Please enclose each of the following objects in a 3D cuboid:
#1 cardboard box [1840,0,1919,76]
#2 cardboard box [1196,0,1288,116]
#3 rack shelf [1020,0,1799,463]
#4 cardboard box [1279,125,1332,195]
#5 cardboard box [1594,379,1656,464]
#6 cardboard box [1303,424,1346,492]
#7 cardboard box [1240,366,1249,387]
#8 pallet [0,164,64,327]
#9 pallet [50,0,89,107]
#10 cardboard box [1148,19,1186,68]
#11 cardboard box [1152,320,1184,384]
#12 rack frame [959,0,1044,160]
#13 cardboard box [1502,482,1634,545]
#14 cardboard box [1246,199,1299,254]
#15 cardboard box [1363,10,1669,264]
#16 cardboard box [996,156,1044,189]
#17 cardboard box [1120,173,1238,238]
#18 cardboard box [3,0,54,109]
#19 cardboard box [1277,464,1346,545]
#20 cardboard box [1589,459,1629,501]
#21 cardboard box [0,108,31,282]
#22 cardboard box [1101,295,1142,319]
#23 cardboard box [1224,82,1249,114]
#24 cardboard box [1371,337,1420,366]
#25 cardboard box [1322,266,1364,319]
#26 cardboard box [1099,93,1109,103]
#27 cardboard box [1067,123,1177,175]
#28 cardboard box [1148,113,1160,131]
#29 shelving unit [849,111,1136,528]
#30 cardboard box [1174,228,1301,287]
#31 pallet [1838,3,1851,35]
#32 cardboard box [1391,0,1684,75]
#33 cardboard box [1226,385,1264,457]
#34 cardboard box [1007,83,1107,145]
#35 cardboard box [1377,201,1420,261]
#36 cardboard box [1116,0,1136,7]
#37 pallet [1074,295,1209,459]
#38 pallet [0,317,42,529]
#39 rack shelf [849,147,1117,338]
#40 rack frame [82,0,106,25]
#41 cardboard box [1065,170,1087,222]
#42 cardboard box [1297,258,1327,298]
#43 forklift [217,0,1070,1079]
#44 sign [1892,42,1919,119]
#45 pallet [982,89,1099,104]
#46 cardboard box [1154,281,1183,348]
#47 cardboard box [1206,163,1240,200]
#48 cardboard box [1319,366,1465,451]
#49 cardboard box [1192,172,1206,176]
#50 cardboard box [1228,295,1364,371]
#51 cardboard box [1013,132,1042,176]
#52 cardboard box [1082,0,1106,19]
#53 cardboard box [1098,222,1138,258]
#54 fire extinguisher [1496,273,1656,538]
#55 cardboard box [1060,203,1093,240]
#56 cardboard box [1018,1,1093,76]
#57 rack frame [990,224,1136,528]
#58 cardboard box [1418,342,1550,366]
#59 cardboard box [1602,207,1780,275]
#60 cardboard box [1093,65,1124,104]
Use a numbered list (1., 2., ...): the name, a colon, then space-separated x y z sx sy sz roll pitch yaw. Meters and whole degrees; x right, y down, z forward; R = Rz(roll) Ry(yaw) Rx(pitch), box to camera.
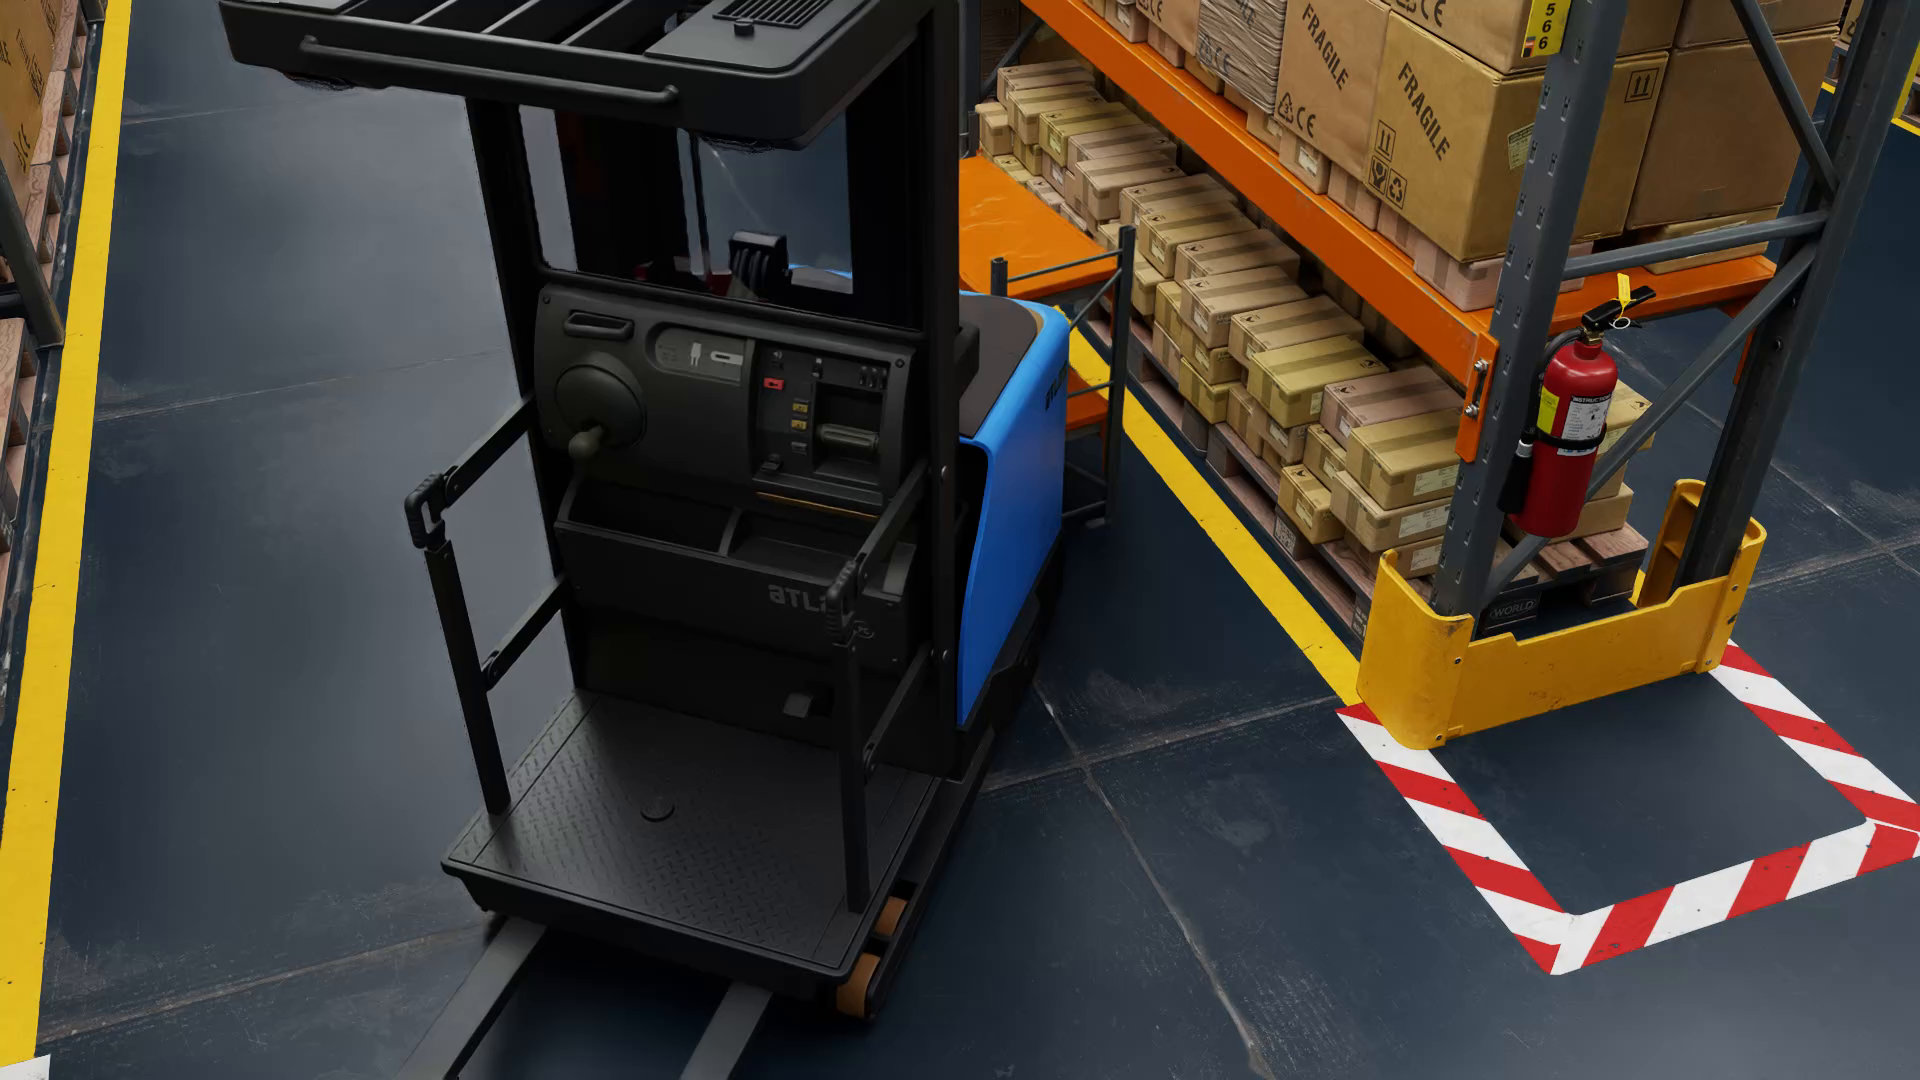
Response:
1. cardboard box: 5.305 -2.898 8.521 0.875 0.875 0.875 -12 39 -16
2. cardboard box: 1.086 -1.675 5.150 0.500 0.500 0.500 -12 39 -16
3. rack shelf: 1.150 -1.581 5.954 1.077 0.370 4.000 -12 39 -16
4. cardboard box: 1.200 -1.190 5.046 0.380 0.149 0.250 -11 38 -15
5. cardboard box: 1.977 -0.372 5.277 0.380 0.149 0.250 -14 39 -18
6. cardboard box: 1.349 -0.285 5.408 0.380 0.149 0.250 -13 39 -17
7. cardboard box: 1.212 -0.592 5.816 0.380 0.149 0.250 -13 39 -16
8. pallet: -4.488 -1.223 7.198 1.003 0.211 1.213 -12 39 -16
9. pallet: -5.327 -2.601 9.028 1.003 0.211 1.213 -12 39 -16
10. cardboard box: 0.886 -1.795 5.848 0.380 0.149 0.250 -11 38 -14
11. cardboard box: 0.948 -0.740 6.260 0.380 0.149 0.250 -12 39 -15
12. rack frame: 0.462 -2.999 7.238 1.000 3.000 0.127 -12 39 -16
13. cardboard box: 1.958 -0.130 5.450 0.380 0.149 0.250 -12 39 -15
14. cardboard box: 1.329 -1.233 6.420 0.380 0.149 0.250 -12 39 -16
15. cardboard box: 1.442 -1.098 4.385 0.500 0.500 0.500 -12 39 -15
16. cardboard box: 0.377 -1.605 7.408 0.380 0.149 0.250 -11 38 -15
17. cardboard box: 0.851 -1.287 6.492 0.380 0.149 0.250 -14 39 -18
18. cardboard box: -5.065 -2.583 8.103 0.875 0.875 0.875 -12 39 -15
19. cardboard box: 1.278 -0.146 5.472 0.380 0.149 0.250 -11 38 -15
20. cardboard box: 1.899 -0.236 5.343 0.380 0.149 0.250 -11 38 -14
21. cardboard box: -4.440 -1.569 6.757 0.875 0.875 0.875 -11 38 -15
22. cardboard box: 0.770 -1.031 6.646 0.380 0.149 0.250 -13 39 -17
23. cardboard box: 1.100 -1.510 5.471 0.380 0.149 0.250 -14 39 -18
24. cardboard box: 1.704 -0.690 5.946 0.380 0.149 0.250 -11 38 -15
25. cardboard box: 1.553 -0.953 6.048 0.380 0.149 0.250 -11 38 -14
26. cardboard box: 0.868 -2.034 7.731 0.380 0.149 0.250 -12 39 -15
27. cardboard box: 0.669 -1.585 6.887 0.380 0.149 0.250 -13 39 -17
28. cardboard box: 1.046 -1.843 7.229 0.380 0.149 0.250 -13 39 -16
29. shelving unit: 0.081 -0.728 5.782 0.538 1.125 1.048 -18 40 -22
30. cardboard box: 1.016 -0.997 6.107 0.380 0.149 0.250 -14 39 -17
31. pallet: 4.817 -3.275 9.922 1.003 0.211 1.213 -12 39 -16
32. cardboard box: 1.447 -1.504 4.092 0.500 0.500 0.500 -13 39 -17
33. cardboard box: 1.170 -0.450 5.875 0.380 0.149 0.250 -12 39 -15
34. cardboard box: 0.425 -1.860 7.252 0.380 0.149 0.250 -11 38 -14
35. cardboard box: 1.410 -0.913 4.677 0.380 0.149 0.250 -13 39 -16
36. cardboard box: 0.712 -2.255 5.921 0.500 0.500 0.500 -13 39 -17
37. pallet: 1.150 -0.822 6.666 1.003 0.211 1.213 -12 39 -16
38. pallet: -3.963 -0.357 6.049 1.003 0.211 1.213 -12 39 -16
39. rack shelf: 0.081 -0.962 5.605 0.538 0.278 1.000 -18 40 -22
40. rack frame: -5.528 -4.176 8.801 1.000 3.000 0.127 -12 39 -16
41. cardboard box: 0.665 -1.468 6.979 0.380 0.149 0.250 -14 39 -18
42. cardboard box: 1.391 -0.964 6.311 0.380 0.149 0.250 -11 38 -14
43. forklift: -0.624 -0.255 3.653 1.130 2.935 3.031 12 39 15
44. sign: 2.348 -1.197 4.127 0.100 0.325 0.005 -12 39 -16
45. pallet: 0.192 -2.324 8.660 1.003 0.211 1.213 -12 39 -16
46. cardboard box: 0.947 -0.858 6.169 0.380 0.149 0.250 -11 38 -14
47. cardboard box: 1.242 -1.546 6.836 0.380 0.149 0.250 -14 39 -18
48. cardboard box: 1.385 -0.406 5.322 0.380 0.149 0.250 -12 39 -15
49. cardboard box: 1.182 -1.434 6.934 0.380 0.149 0.250 -12 38 -15
50. cardboard box: 1.147 -0.685 5.693 0.380 0.149 0.250 -14 39 -18
51. cardboard box: 0.457 -1.751 7.355 0.380 0.149 0.250 -12 39 -16
52. cardboard box: 0.665 -2.089 6.240 0.380 0.149 0.250 -12 39 -15
53. cardboard box: 0.765 -1.152 6.559 0.380 0.149 0.250 -13 39 -16
54. fire extinguisher: 1.491 -0.321 4.058 0.296 0.674 0.183 -12 39 -16
55. cardboard box: 0.645 -1.342 7.059 0.380 0.149 0.250 -13 39 -17
56. cardboard box: 0.456 -2.640 8.491 0.500 0.500 0.500 -11 38 -14
57. rack frame: 0.320 -0.458 5.423 0.500 1.125 0.032 -18 40 -22
58. cardboard box: 1.803 -0.672 5.674 0.380 0.149 0.250 -13 39 -16
59. cardboard box: 2.034 -0.889 4.647 0.380 0.149 0.250 -13 39 -16
60. cardboard box: 0.828 -2.118 7.595 0.380 0.149 0.250 -11 38 -15
